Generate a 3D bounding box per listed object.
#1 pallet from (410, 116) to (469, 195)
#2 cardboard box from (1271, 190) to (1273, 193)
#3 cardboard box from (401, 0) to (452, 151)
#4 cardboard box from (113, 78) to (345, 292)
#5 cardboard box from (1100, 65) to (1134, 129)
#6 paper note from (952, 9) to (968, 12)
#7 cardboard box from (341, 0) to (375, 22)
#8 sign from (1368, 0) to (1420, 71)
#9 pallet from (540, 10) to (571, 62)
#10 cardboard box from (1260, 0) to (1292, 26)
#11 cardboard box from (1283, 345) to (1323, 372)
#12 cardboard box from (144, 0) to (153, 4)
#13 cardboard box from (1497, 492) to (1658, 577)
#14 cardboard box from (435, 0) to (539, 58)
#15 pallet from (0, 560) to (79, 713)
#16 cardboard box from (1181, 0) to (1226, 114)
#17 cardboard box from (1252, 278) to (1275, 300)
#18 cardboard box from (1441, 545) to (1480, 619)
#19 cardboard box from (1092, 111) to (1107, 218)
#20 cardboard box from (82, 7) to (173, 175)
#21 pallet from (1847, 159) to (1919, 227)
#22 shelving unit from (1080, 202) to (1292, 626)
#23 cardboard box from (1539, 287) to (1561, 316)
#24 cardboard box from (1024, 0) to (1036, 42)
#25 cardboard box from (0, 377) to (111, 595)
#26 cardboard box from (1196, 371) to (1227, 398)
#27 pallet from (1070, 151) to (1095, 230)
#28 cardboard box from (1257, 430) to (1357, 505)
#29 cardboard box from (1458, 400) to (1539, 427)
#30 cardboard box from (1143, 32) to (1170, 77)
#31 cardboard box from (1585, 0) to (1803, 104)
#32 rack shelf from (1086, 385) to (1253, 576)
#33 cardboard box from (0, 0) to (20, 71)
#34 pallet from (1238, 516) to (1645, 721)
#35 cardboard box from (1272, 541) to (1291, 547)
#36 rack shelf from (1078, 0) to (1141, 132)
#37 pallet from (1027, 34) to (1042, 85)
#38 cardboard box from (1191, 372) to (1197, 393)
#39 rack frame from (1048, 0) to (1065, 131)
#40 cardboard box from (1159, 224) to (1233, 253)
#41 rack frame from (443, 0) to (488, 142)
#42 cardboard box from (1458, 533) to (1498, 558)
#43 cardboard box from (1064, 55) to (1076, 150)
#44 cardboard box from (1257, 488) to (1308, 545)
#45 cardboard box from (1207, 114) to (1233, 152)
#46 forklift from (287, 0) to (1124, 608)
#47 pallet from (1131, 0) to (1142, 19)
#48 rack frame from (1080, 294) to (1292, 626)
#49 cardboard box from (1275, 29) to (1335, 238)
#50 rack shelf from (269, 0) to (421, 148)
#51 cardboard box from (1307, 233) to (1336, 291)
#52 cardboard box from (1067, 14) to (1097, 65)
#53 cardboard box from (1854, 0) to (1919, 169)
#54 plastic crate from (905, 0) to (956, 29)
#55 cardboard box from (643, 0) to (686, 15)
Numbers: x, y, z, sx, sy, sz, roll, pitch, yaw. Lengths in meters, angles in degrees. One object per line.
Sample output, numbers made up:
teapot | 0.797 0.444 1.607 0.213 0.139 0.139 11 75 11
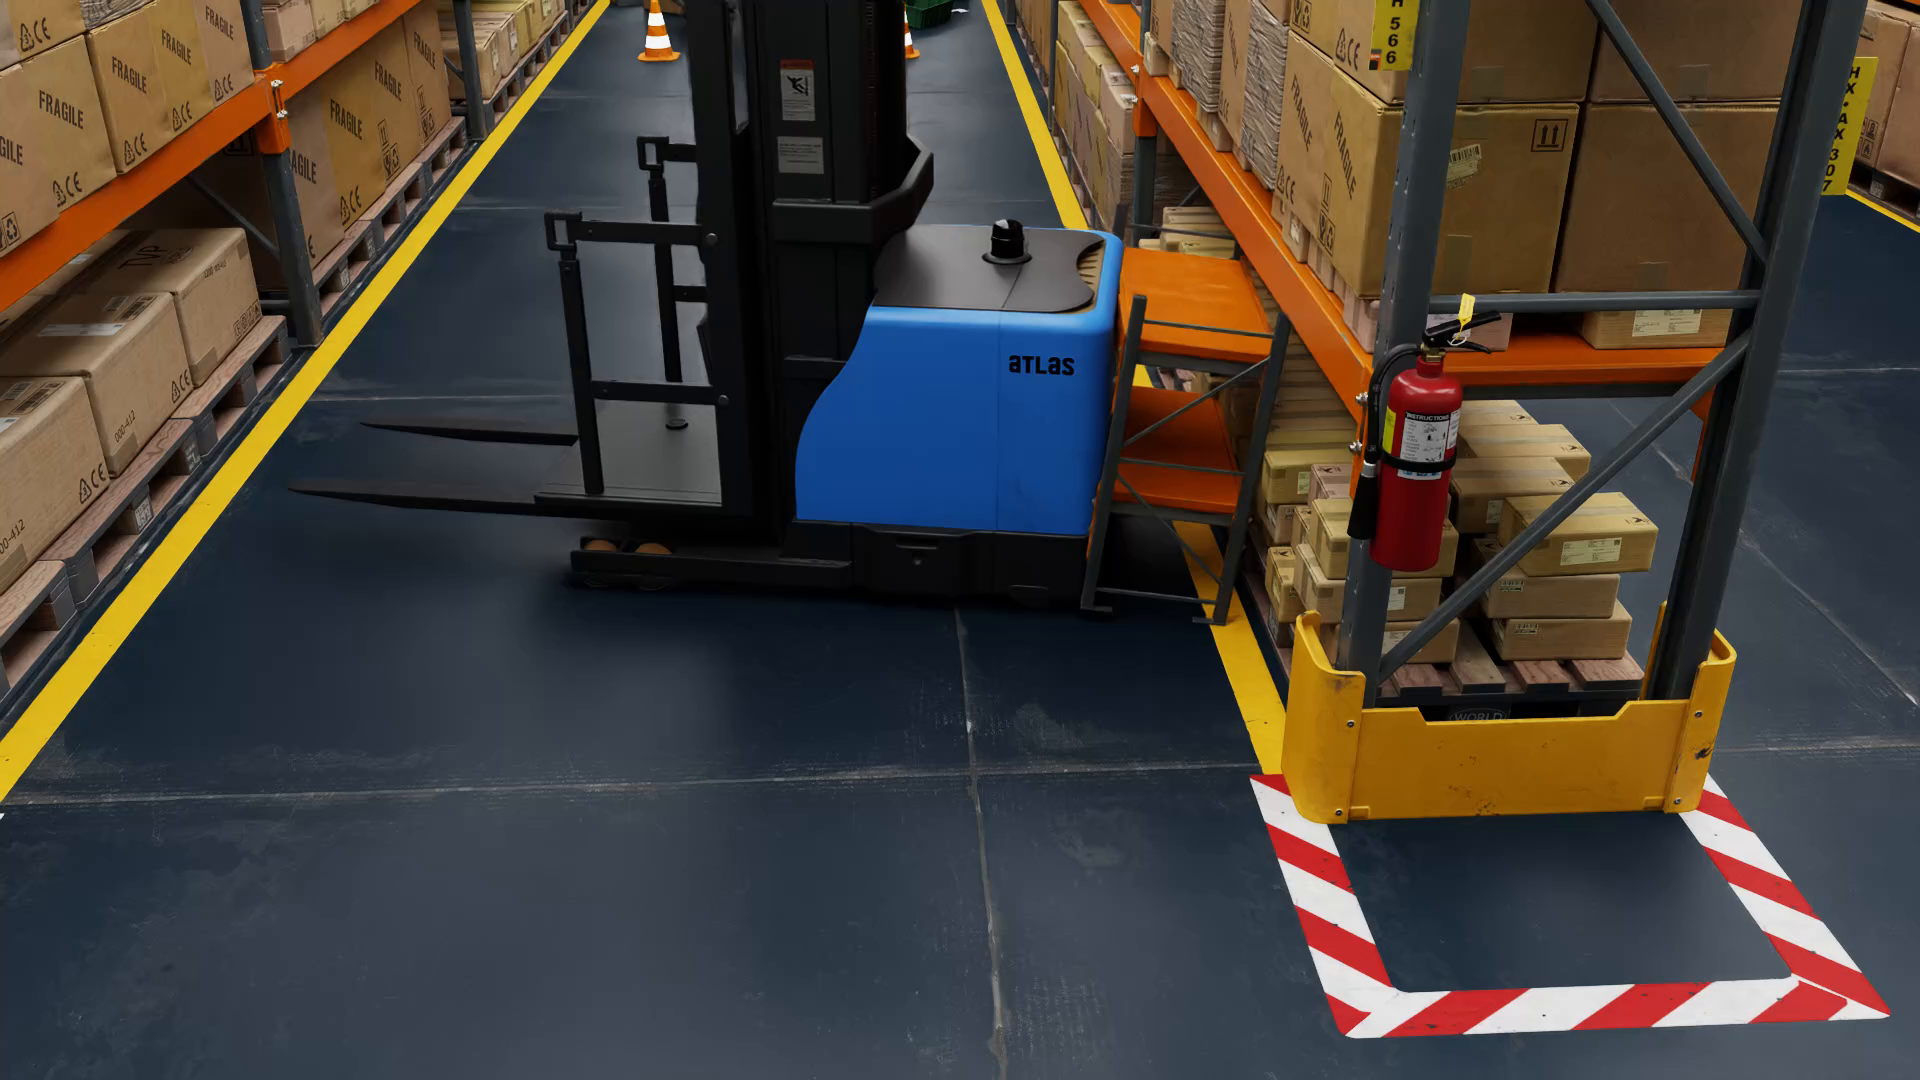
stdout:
pallet | -3.840 -2.508 10.831 1.003 0.211 1.213 -1 28 -3
cardboard box | 1.271 -1.212 5.601 0.380 0.149 0.250 -3 28 -5
cardboard box | -3.853 -3.034 10.667 0.875 0.875 0.875 -2 28 -3
cardboard box | -3.709 -1.792 8.286 0.875 0.875 0.875 -1 28 -1
cardboard box | 1.036 -2.416 9.076 0.500 0.250 0.500 0 28 0
paper note | -0.016 -5.097 15.988 0.147 0.020 0.142 -23 35 -37
cardboard box | -3.396 -2.883 8.695 0.500 0.250 0.500 -2 28 -3
sign | 0.994 -1.232 3.774 0.100 0.325 0.005 -1 28 -3
pallet | -3.973 -4.362 14.385 1.003 0.211 1.213 -1 28 -3
cardboard box | 1.215 -1.881 5.102 0.500 0.500 0.500 0 28 0
cardboard box | 1.250 -0.609 6.159 0.380 0.149 0.250 -2 28 -4
cardboard box | -3.278 -2.305 6.237 0.500 0.500 0.500 -2 28 -3
cardboard box | 1.862 -0.019 5.027 0.380 0.149 0.250 -3 28 -5
cardboard box | -3.906 -4.084 13.224 0.950 0.372 0.625 0 28 -1
pallet | -3.508 0.453 5.154 1.003 0.211 1.213 -1 28 -3
cardboard box | 1.138 -1.909 6.237 0.500 0.500 0.500 -2 28 -4
cardboard box | 1.138 -0.968 6.847 0.380 0.149 0.250 -1 28 -2
cardboard box | 1.747 0.127 5.392 0.380 0.149 0.250 -1 28 -3
cardboard box | 1.024 -2.080 9.244 0.500 0.500 0.500 -2 28 -4
cardboard box | -3.244 -1.630 6.024 0.500 0.500 0.500 -2 28 -3
pallet | 6.117 -2.186 10.212 1.003 0.211 1.213 -1 28 -3
shelving unit | 0.739 -0.471 5.881 0.538 1.125 1.048 7 28 -1
cardboard box | 1.806 -0.745 4.707 0.380 0.149 0.250 0 28 -1
cardboard box | 1.092 -4.583 13.772 1.050 0.750 0.750 -1 28 -3
cardboard box | -3.579 -0.191 5.689 0.875 0.438 0.875 -1 28 -1
cardboard box | 1.131 -0.597 6.459 0.380 0.149 0.250 -1 28 -2
pallet | 1.232 -2.118 10.082 1.003 0.211 1.213 -1 28 -3
cardboard box | 1.173 -0.241 5.453 0.380 0.149 0.250 -2 28 -4
cardboard box | 1.746 -0.375 5.711 0.380 0.149 0.250 -3 28 -5
cardboard box | 1.029 -2.180 7.457 0.380 0.149 0.250 0 28 -1
cardboard box | 1.791 -1.416 4.210 0.500 0.500 0.500 -2 28 -3
rack shelf | 0.711 -0.256 5.994 0.538 0.278 1.000 7 28 -1
cardboard box | -3.198 -1.608 4.901 0.500 0.500 0.500 -2 28 -3
pallet | 1.539 0.243 5.556 1.003 0.211 1.213 -1 28 -3
cardboard box | 1.272 0.017 5.603 0.380 0.149 0.250 -2 28 -3
rack shelf | 1.236 -3.034 9.602 1.077 0.370 4.000 -1 28 -3
pallet | 1.105 -3.968 13.631 1.003 0.211 1.213 -1 28 -3
cardboard box | 1.147 -0.578 6.743 0.380 0.149 0.250 -2 28 -4
rack frame | 1.132 -4.277 11.207 1.000 3.000 0.127 -1 28 -3
cardboard box | 1.107 -1.323 7.528 0.380 0.149 0.250 0 28 0
rack frame | -3.806 -4.111 10.888 1.000 3.000 0.127 -1 28 -3
cardboard box | 1.821 -0.012 5.337 0.380 0.149 0.250 -2 28 -3
cardboard box | 0.944 -2.790 10.604 0.500 0.500 0.500 -1 28 -2
cardboard box | 1.208 -0.113 5.531 0.380 0.149 0.250 -2 28 -5
cardboard box | 1.146 -1.573 6.293 0.380 0.149 0.250 0 28 0
forklift | -0.944 -1.356 5.681 3.031 2.935 1.130 3 28 7
pallet | 1.446 -2.701 8.393 1.003 0.211 1.213 -1 28 -3
rack frame | 0.723 -0.236 5.431 0.500 1.125 0.032 7 28 -1
cardboard box | 1.247 -1.198 4.873 0.500 0.500 0.500 -2 28 -3
rack shelf | -3.702 -2.868 9.283 1.077 0.370 4.000 -1 28 -3
cardboard box | 1.247 -0.846 4.900 0.380 0.149 0.250 -2 28 -3
cardboard box | 0.953 -3.129 10.443 0.500 0.250 0.500 -2 28 -3
cardboard box | 6.145 -2.863 10.339 1.225 0.875 0.875 -1 28 -2
plastic crate | -0.394 -4.952 15.479 0.450 0.188 0.662 22 34 18
cardboard box | -2.712 -5.378 16.019 0.500 0.500 0.500 19 33 32
